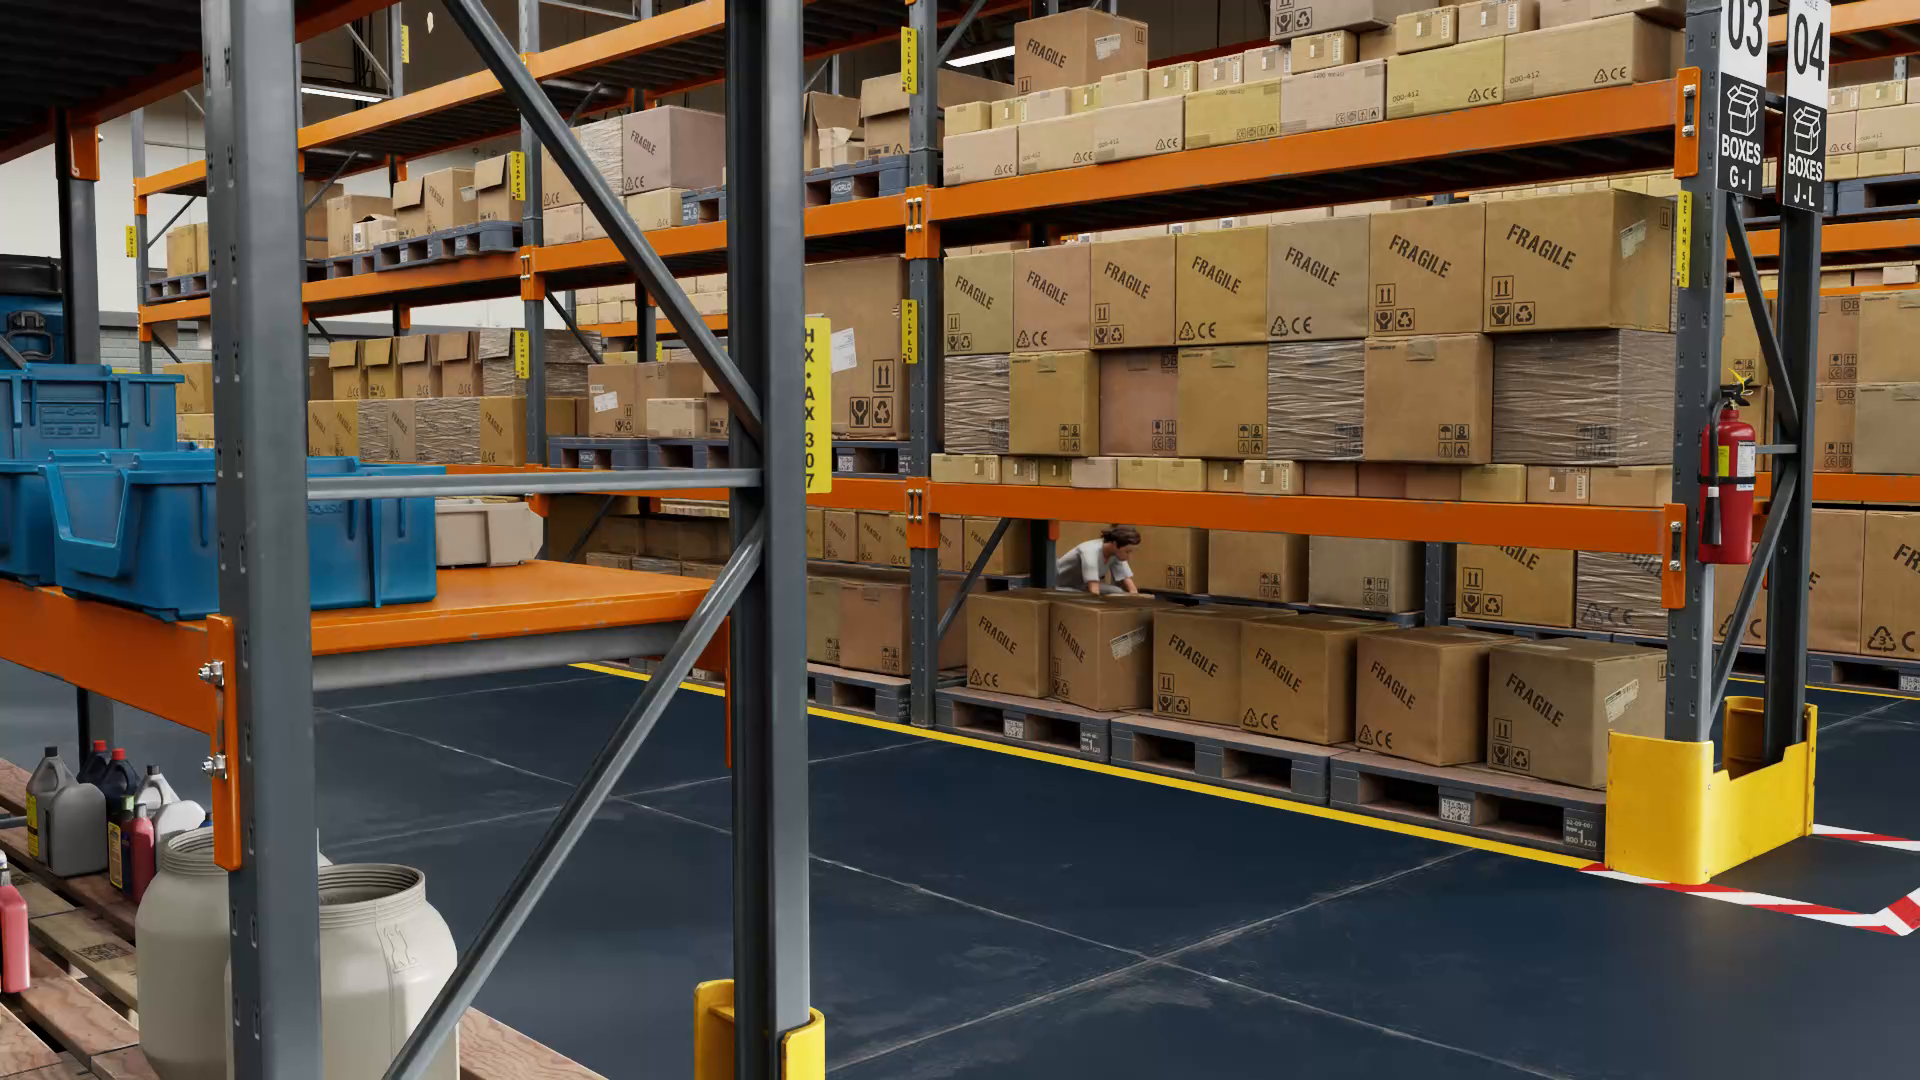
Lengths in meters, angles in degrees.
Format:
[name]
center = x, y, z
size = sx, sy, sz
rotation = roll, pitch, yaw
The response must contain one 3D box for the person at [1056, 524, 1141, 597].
[person]
center = 0.930, 0.340, 11.488
size = 0.491, 0.936, 0.793
rotation = -4, 6, -44
